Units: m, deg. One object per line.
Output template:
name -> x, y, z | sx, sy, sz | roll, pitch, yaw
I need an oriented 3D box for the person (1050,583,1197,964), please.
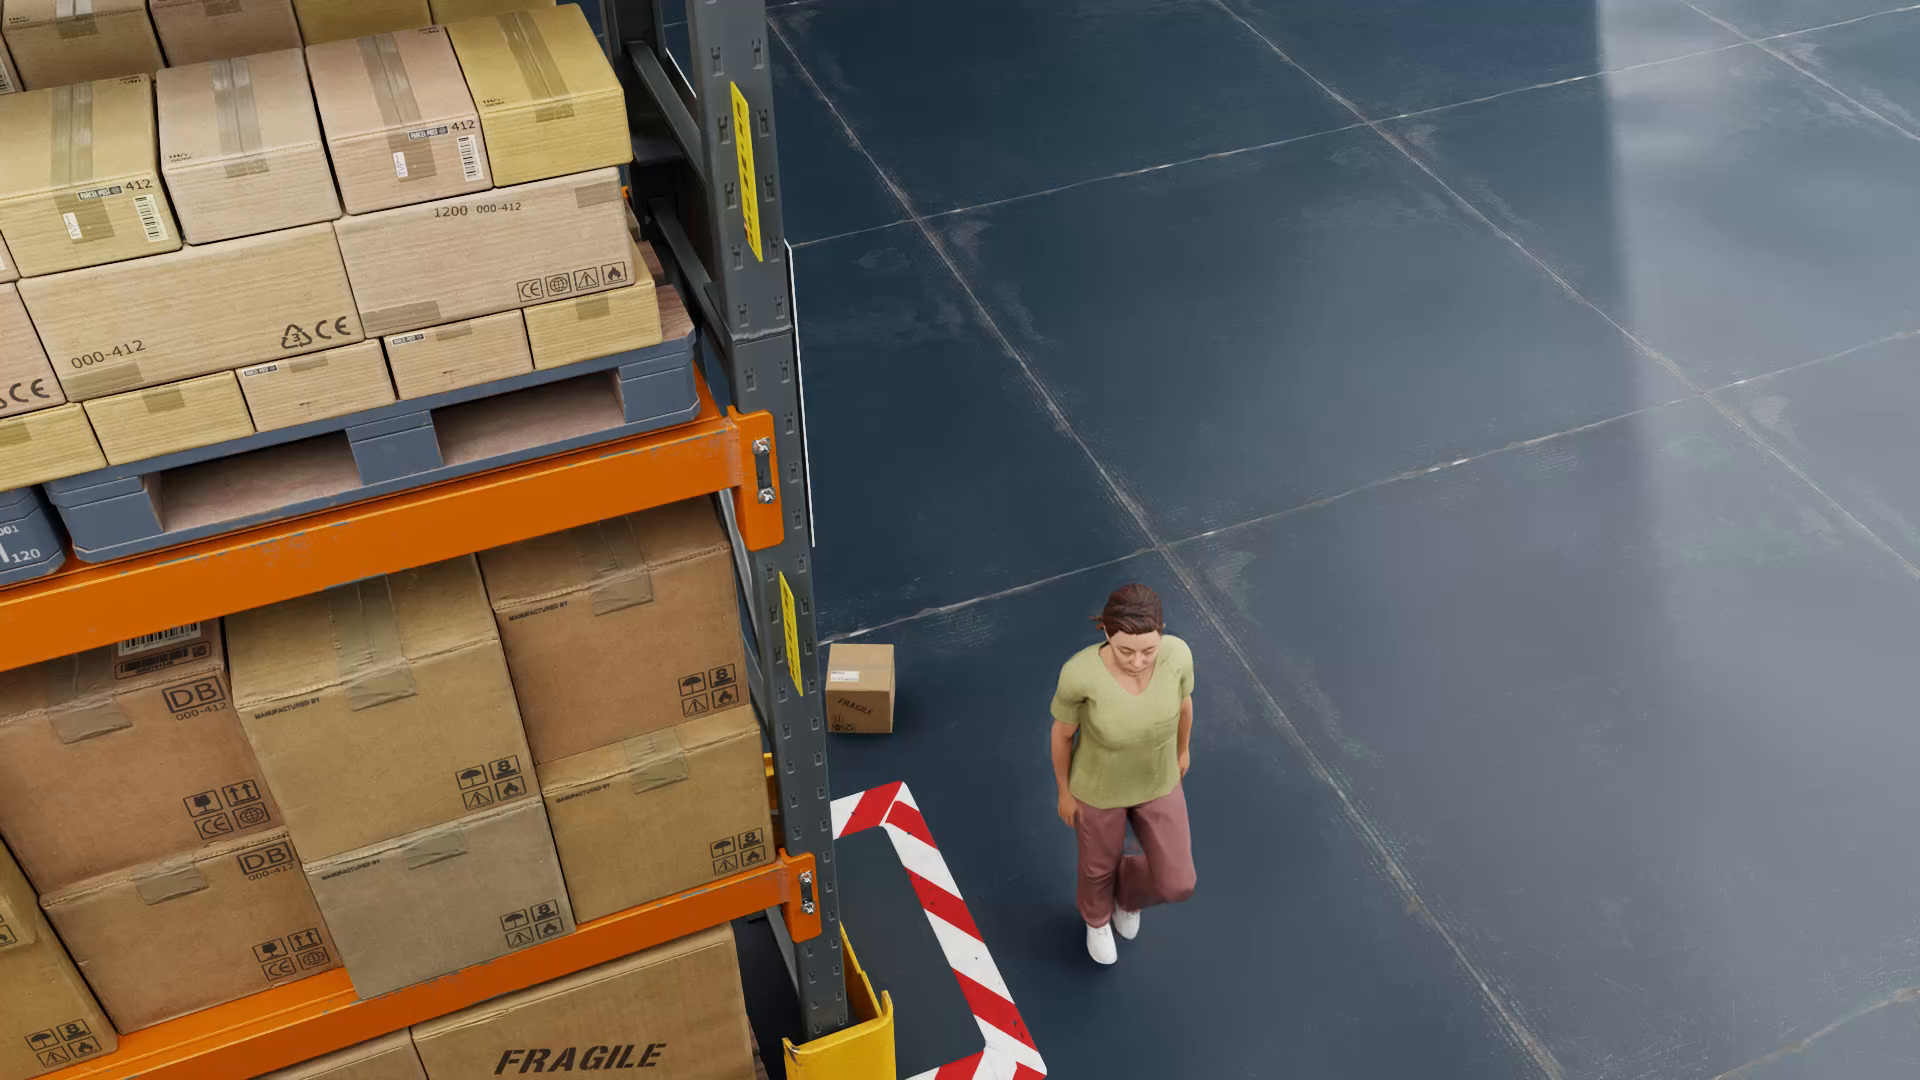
person -> 0.529, 0.795, 5.245 | 0.489, 1.688, 0.430 | -7, 42, -8
